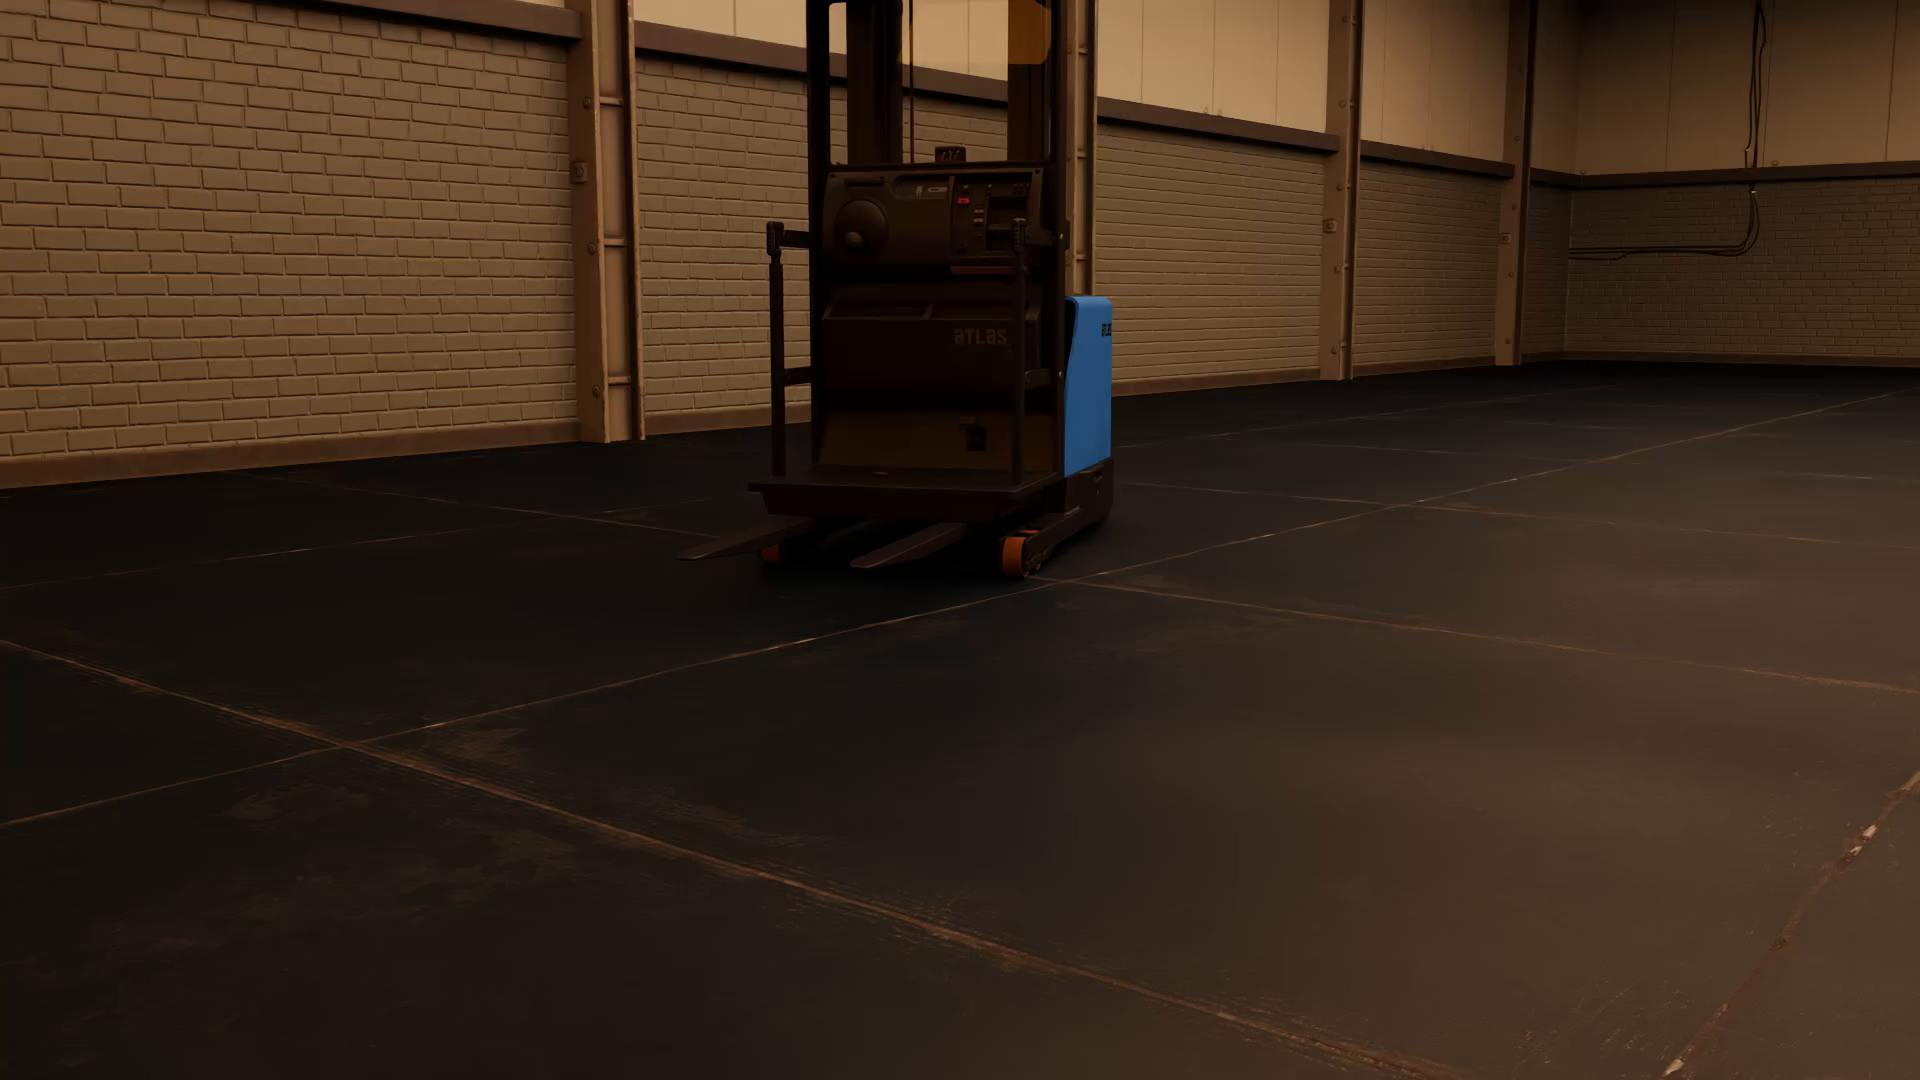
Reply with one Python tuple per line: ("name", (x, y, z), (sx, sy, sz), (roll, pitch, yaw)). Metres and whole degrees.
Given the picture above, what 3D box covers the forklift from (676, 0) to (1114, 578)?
("forklift", (-0.176, -1.366, 6.616), (1.130, 2.935, 3.031), (3, 9, 17))
